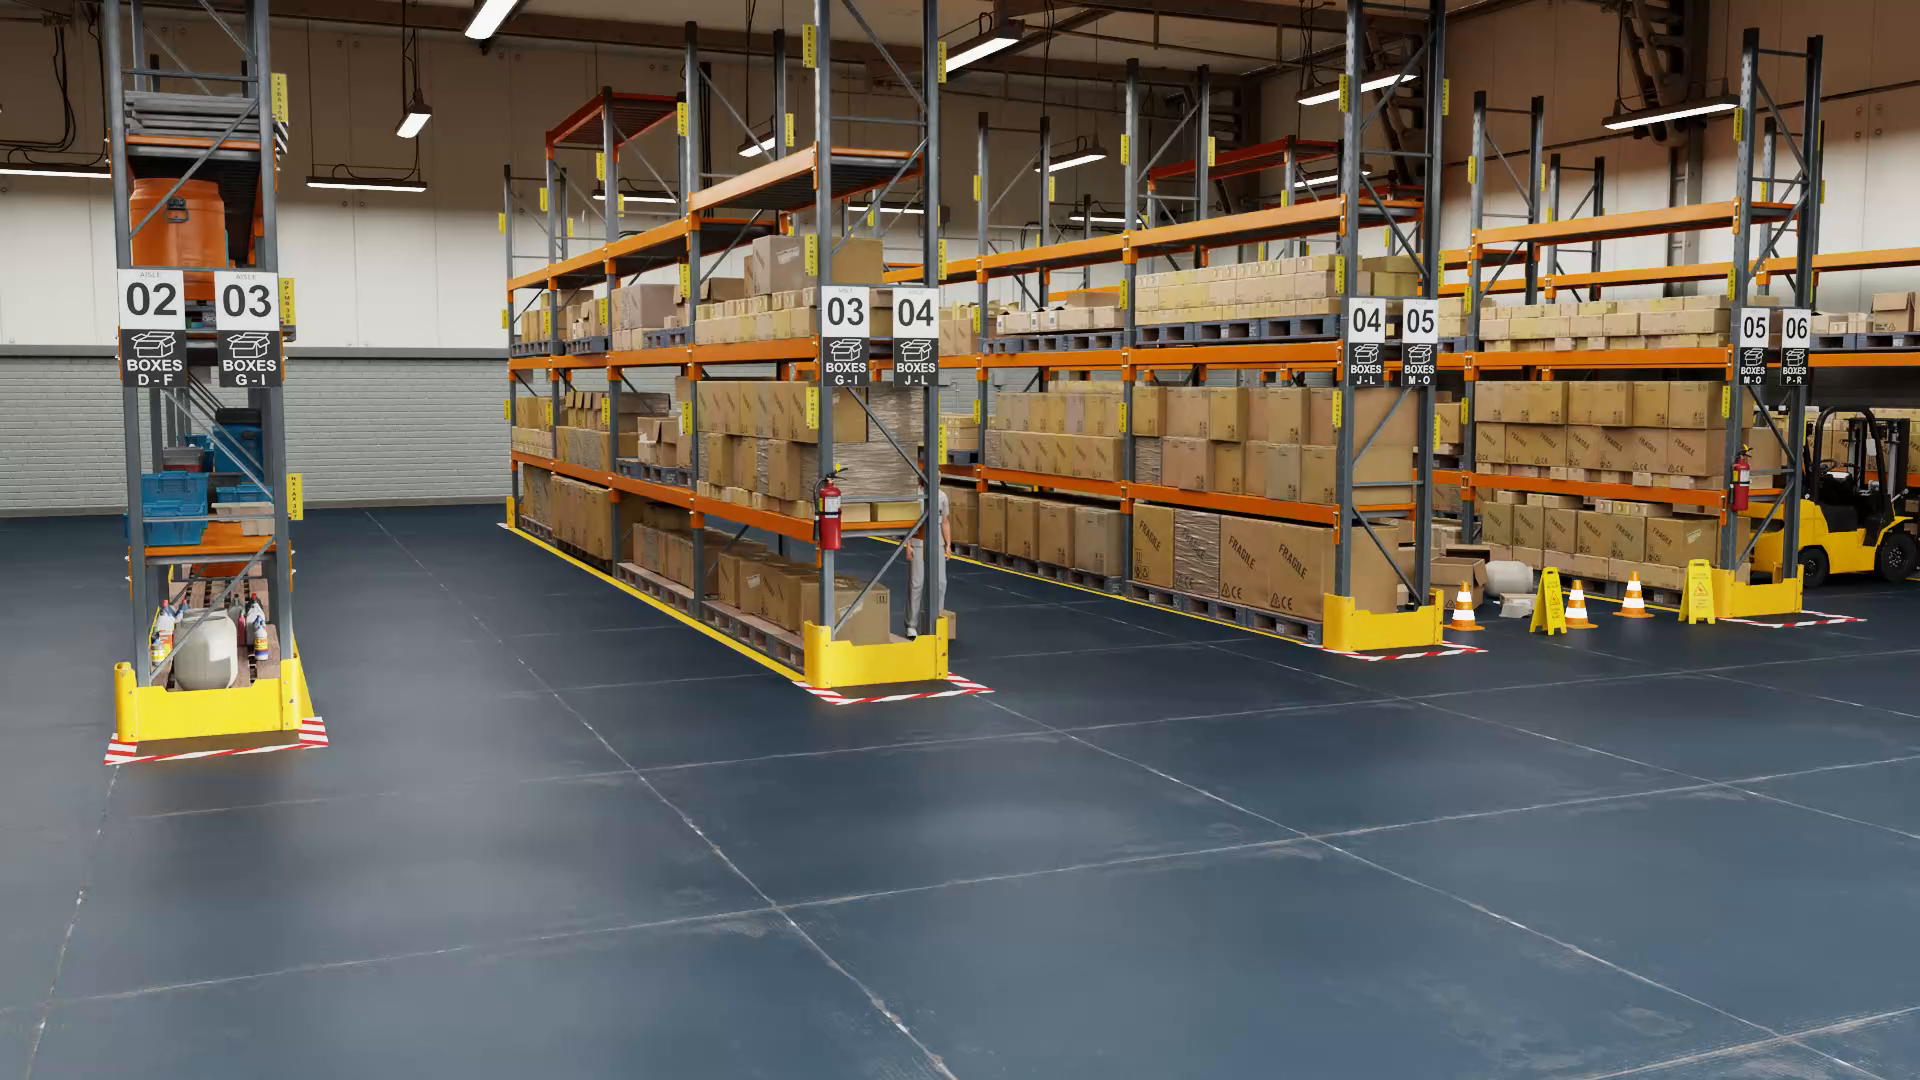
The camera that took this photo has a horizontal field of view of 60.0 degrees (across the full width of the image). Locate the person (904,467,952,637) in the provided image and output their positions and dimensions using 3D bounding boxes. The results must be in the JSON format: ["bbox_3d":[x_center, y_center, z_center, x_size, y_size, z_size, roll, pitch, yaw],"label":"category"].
[{"bbox_3d":[-0.315,0.085,16.081,0.499,1.672,0.353,-3,6,-25],"label":"person"}]
